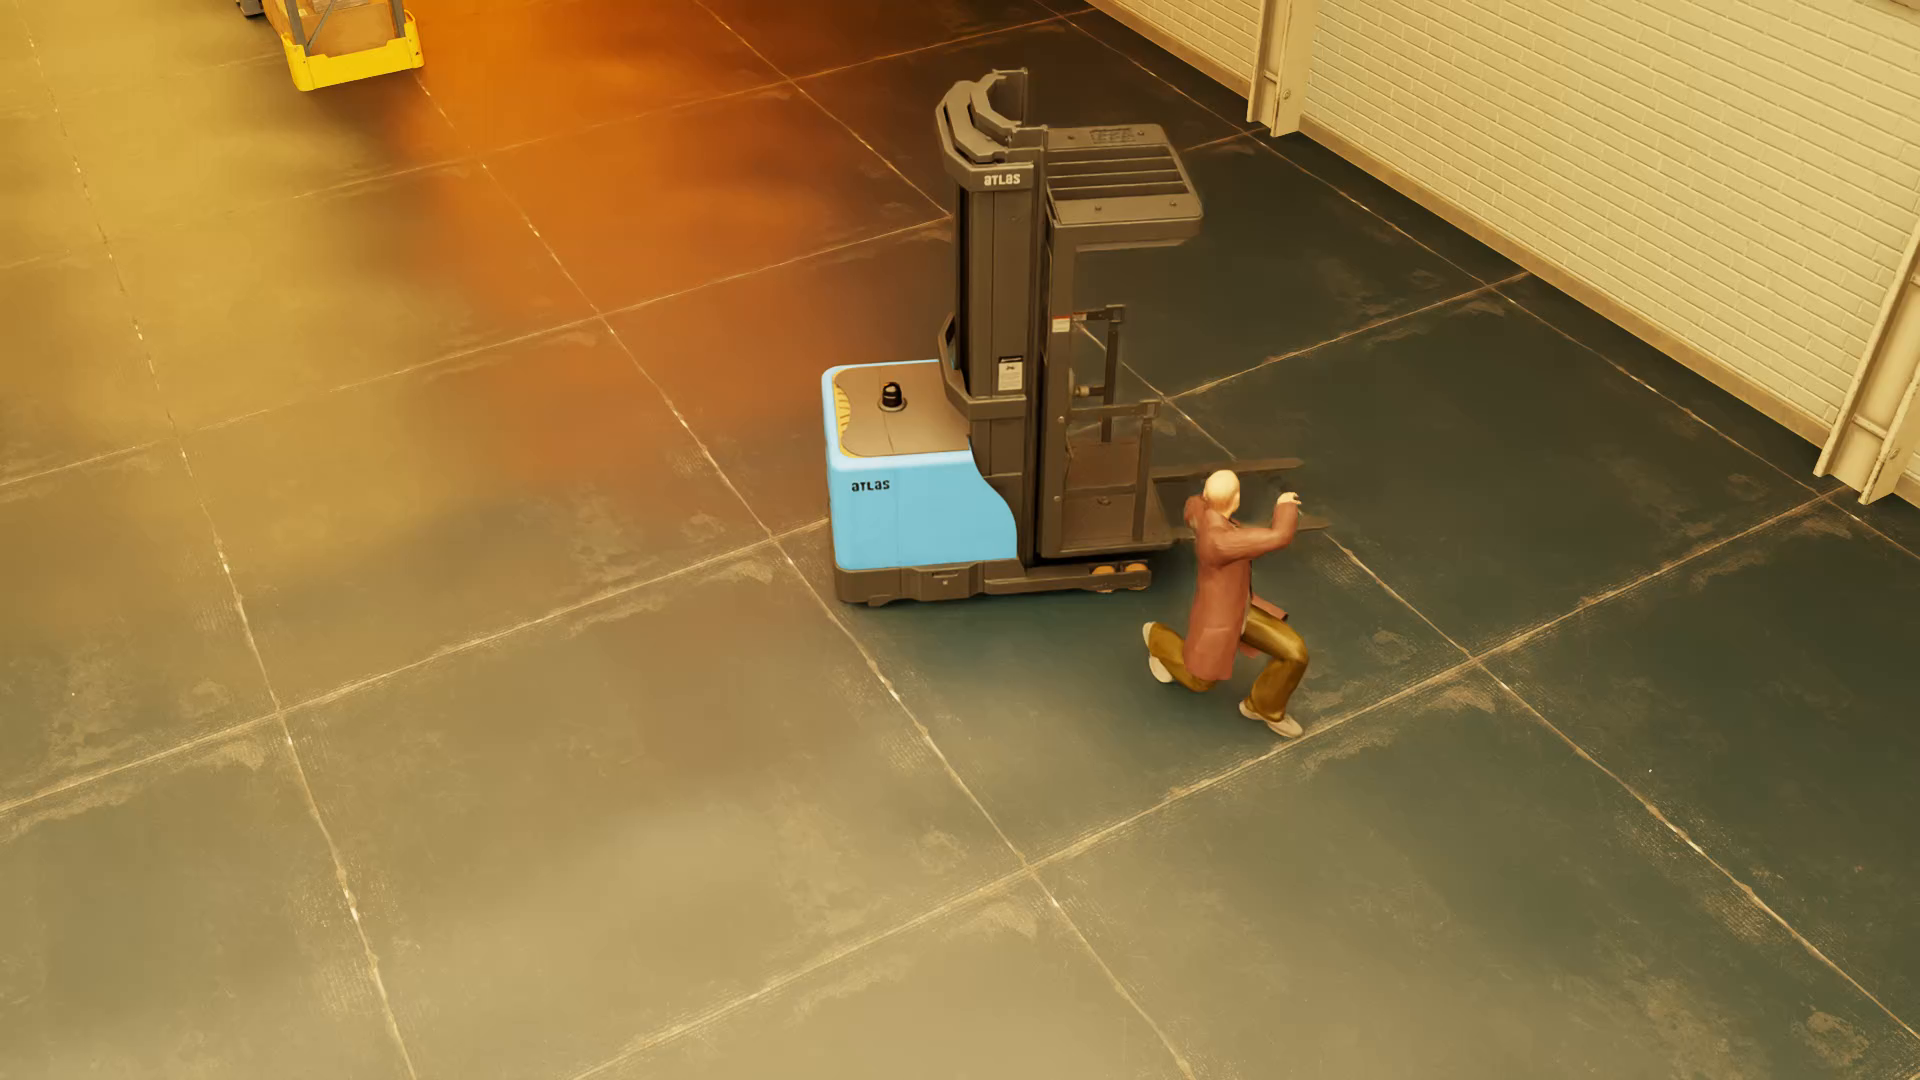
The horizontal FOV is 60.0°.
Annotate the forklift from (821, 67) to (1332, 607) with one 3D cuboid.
[{"bbox_3d":[0.718,-1.143,9.414,3.031,2.935,1.130,-4,40,-5],"label":"forklift"}]

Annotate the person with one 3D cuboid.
[{"bbox_3d":[1.521,0.220,8.921,1.052,1.478,0.958,22,45,25],"label":"person"}]
